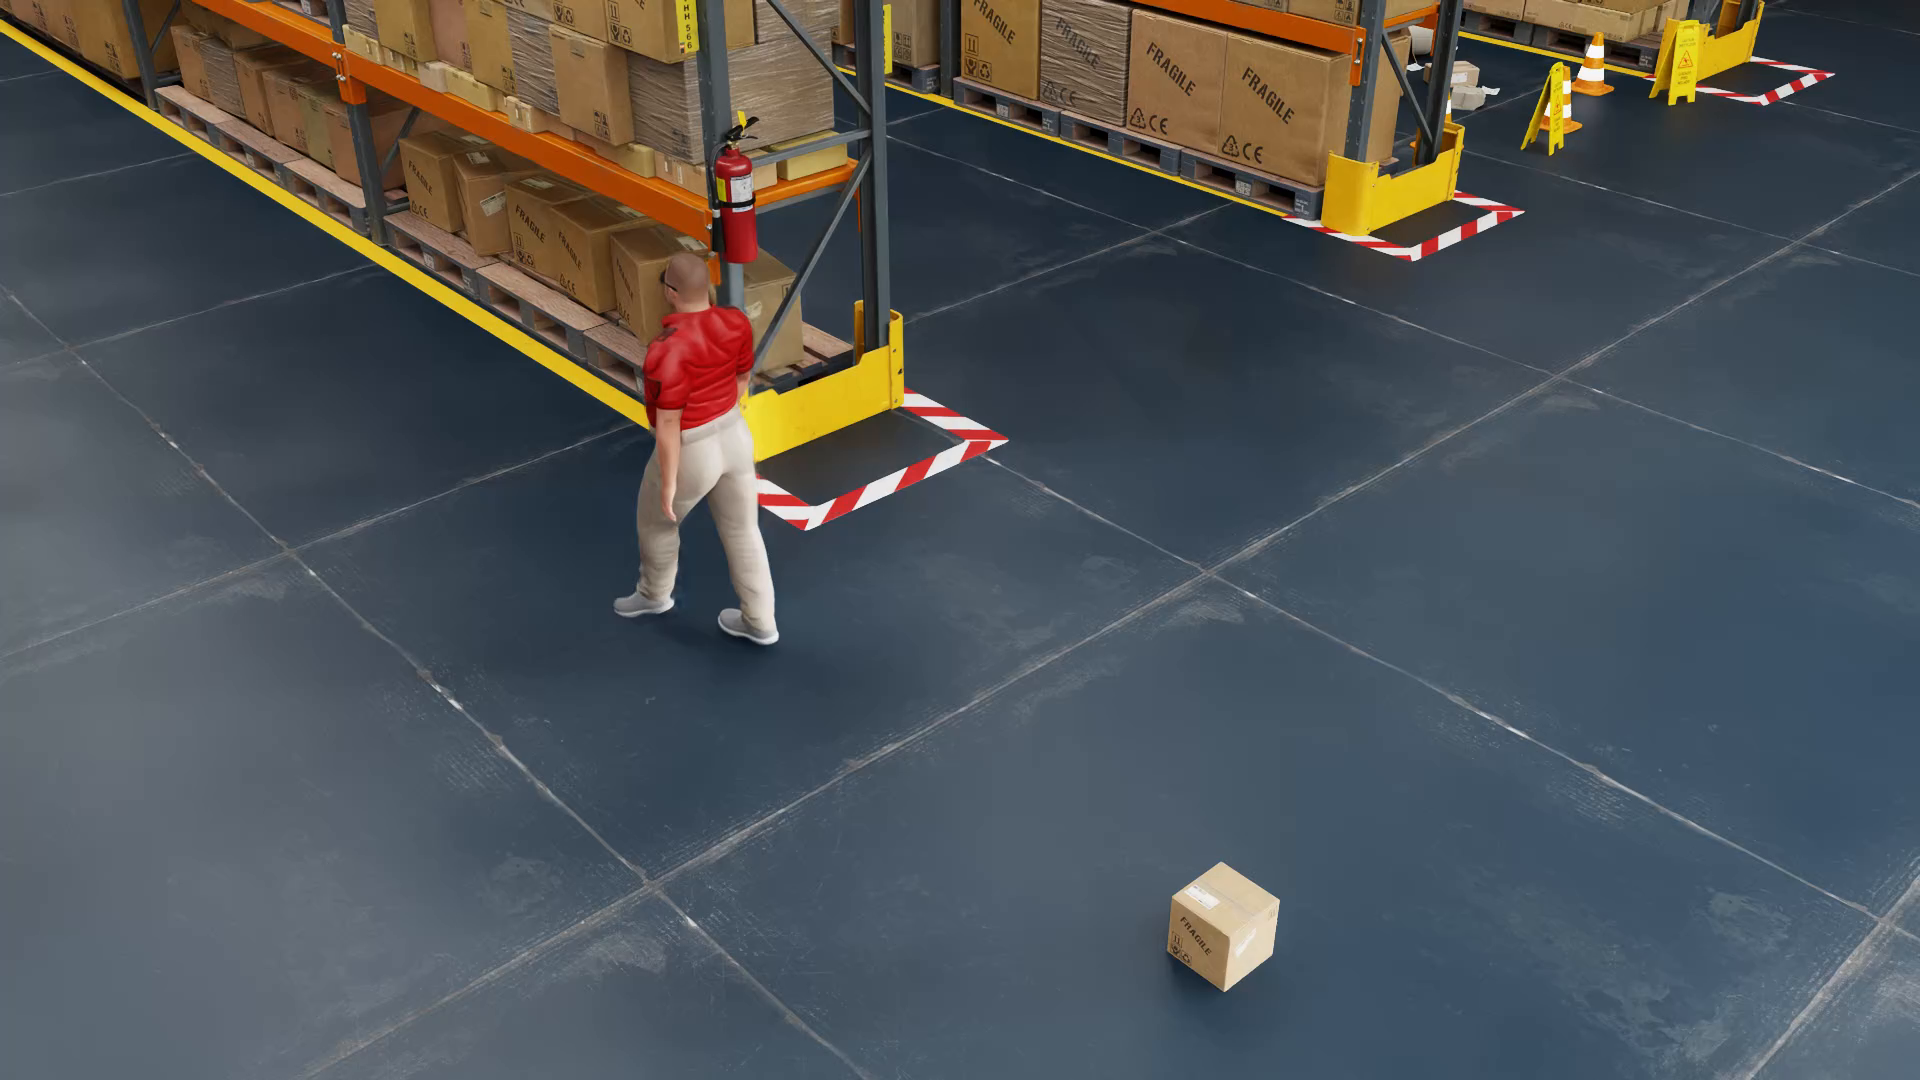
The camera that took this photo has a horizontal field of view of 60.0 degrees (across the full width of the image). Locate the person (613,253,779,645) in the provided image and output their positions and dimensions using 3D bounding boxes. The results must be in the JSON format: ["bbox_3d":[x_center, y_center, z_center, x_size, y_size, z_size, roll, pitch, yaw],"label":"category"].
[{"bbox_3d":[-1.104,-0.371,6.773,0.816,1.750,0.578,26,40,36],"label":"person"}]
